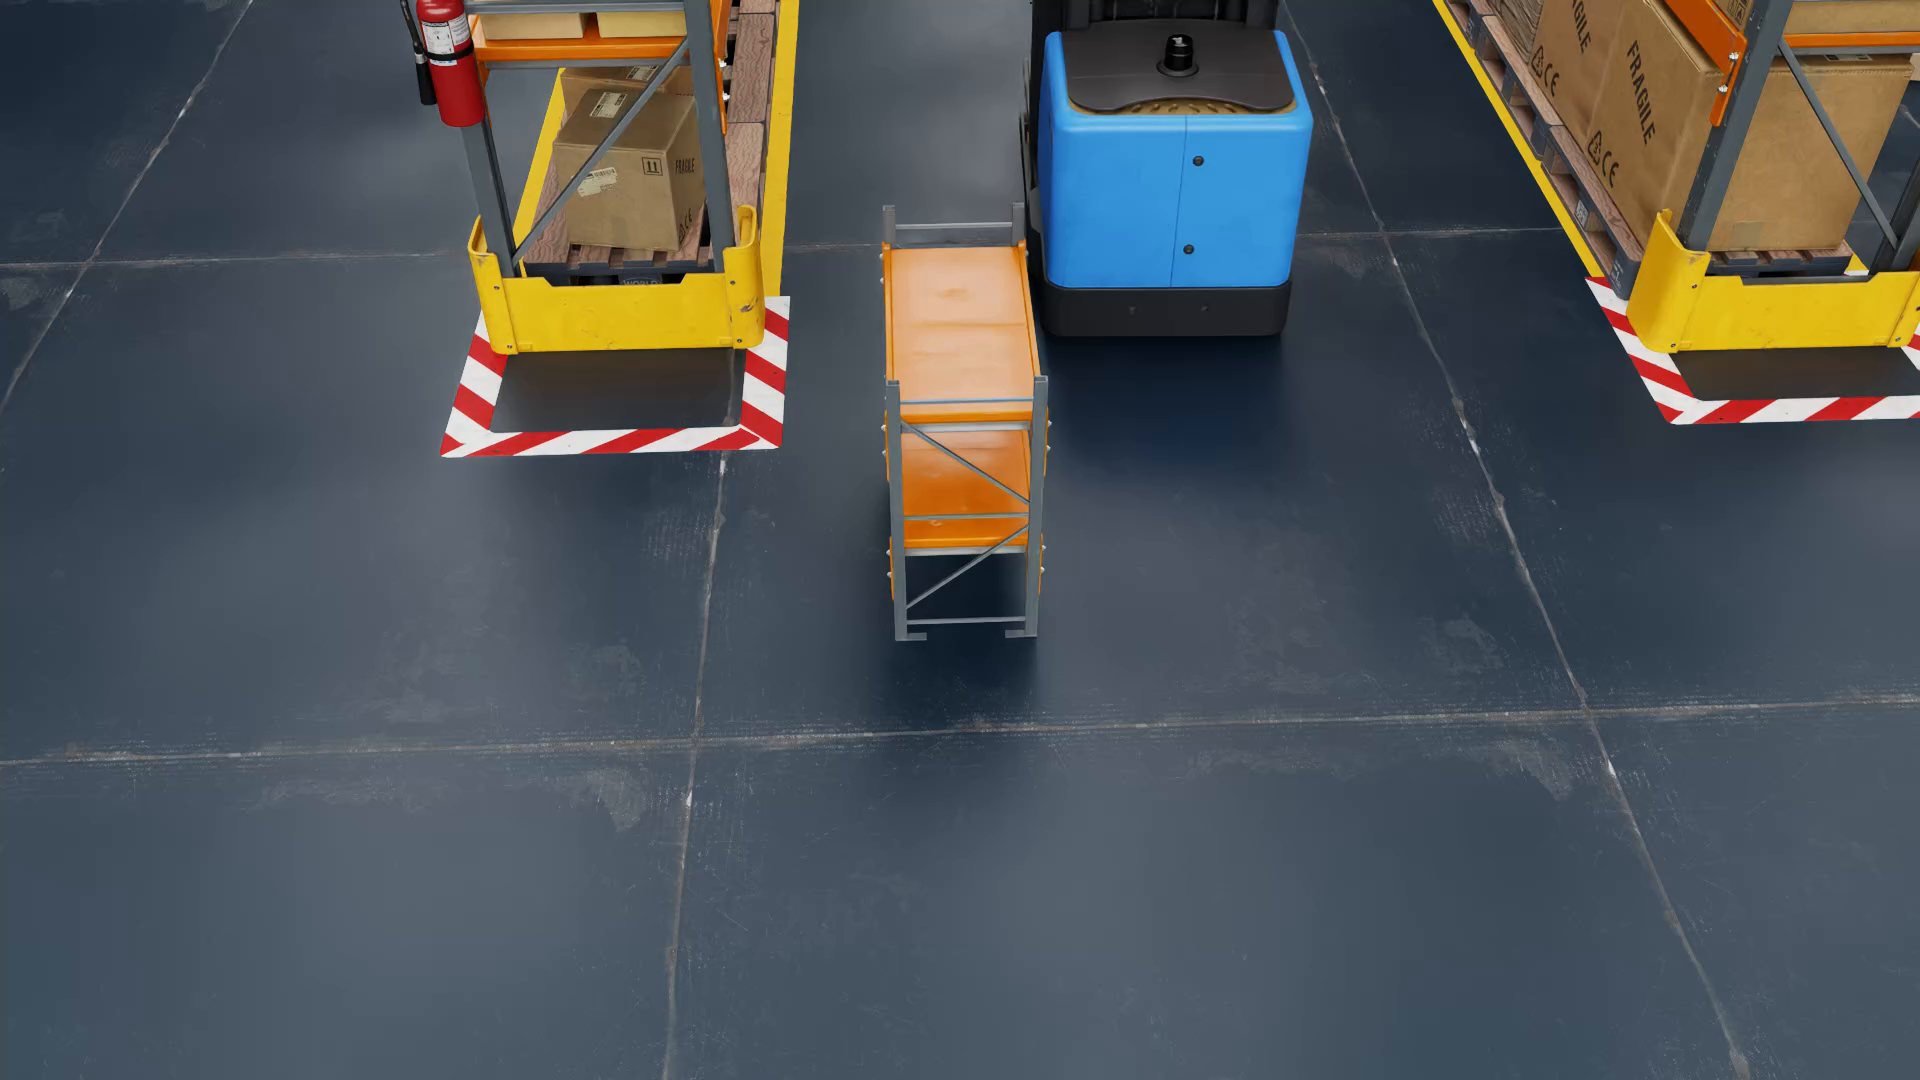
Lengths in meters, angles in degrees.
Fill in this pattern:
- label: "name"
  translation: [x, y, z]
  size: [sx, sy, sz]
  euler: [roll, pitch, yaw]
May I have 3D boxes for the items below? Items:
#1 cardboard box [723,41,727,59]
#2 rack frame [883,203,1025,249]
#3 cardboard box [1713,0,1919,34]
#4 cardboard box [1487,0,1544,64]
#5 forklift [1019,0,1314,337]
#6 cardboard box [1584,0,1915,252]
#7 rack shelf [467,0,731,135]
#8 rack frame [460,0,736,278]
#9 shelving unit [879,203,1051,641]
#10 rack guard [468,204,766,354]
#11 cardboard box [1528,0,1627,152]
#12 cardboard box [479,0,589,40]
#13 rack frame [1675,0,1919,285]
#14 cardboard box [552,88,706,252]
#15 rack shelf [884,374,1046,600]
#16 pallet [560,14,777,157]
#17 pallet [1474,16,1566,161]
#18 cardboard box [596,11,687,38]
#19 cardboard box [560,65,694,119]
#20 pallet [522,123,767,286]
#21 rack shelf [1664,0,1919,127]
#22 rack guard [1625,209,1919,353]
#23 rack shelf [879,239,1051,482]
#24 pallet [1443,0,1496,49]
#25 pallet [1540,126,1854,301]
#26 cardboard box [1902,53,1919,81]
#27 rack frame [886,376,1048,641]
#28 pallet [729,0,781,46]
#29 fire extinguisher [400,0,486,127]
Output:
- label: "cardboard box"
  translation: [-1.493, -2.840, 8.668]
  size: [0.500, 0.500, 0.500]
  euler: [-5, 43, -6]
- label: "rack frame"
  translation: [-0.022, -0.762, 6.249]
  size: [0.500, 1.125, 0.032]
  euler: [-2, 43, -2]
- label: "cardboard box"
  translation: [3.462, -2.359, 6.493]
  size: [0.875, 0.550, 0.550]
  euler: [-2, 43, -2]
- label: "cardboard box"
  translation: [3.352, -3.092, 8.665]
  size: [0.875, 0.875, 0.875]
  euler: [-1, 43, -1]
- label: "forklift"
  translation: [0.865, -2.919, 7.265]
  size: [1.130, 2.935, 3.031]
  euler: [0, 43, 0]
- label: "cardboard box"
  translation: [3.428, -1.882, 7.345]
  size: [0.875, 0.875, 0.875]
  euler: [-1, 43, -2]
- label: "rack shelf"
  translation: [-1.522, -3.066, 7.907]
  size: [1.077, 0.370, 4.000]
  euler: [-2, 43, -2]
- label: "rack frame"
  translation: [-1.437, -1.981, 6.191]
  size: [1.000, 3.000, 0.127]
  euler: [-2, 43, -2]
- label: "shelving unit"
  translation: [0.000, -0.419, 5.875]
  size: [0.538, 1.125, 1.048]
  euler: [-2, 43, -2]
- label: "rack guard"
  translation: [-1.440, -1.111, 7.092]
  size: [1.175, 0.500, 0.348]
  euler: [-2, 43, -2]
- label: "cardboard box"
  translation: [3.388, -2.476, 7.993]
  size: [0.875, 0.875, 0.875]
  euler: [-2, 43, -2]
- label: "cardboard box"
  translation: [-1.656, -2.075, 6.479]
  size: [0.380, 0.149, 0.250]
  euler: [-2, 43, -2]
- label: "rack frame"
  translation: [3.523, -2.055, 6.272]
  size: [1.000, 3.000, 0.127]
  euler: [-2, 43, -2]
- label: "cardboard box"
  translation: [-1.447, -1.636, 7.354]
  size: [0.500, 0.500, 0.500]
  euler: [6, 43, 6]
- label: "rack shelf"
  translation: [0.000, -0.239, 6.040]
  size: [0.538, 0.278, 1.000]
  euler: [-2, 43, -2]
- label: "pallet"
  translation: [-1.488, -2.375, 8.685]
  size: [1.003, 0.211, 1.213]
  euler: [-2, 43, -2]
- label: "pallet"
  translation: [3.362, -2.386, 8.697]
  size: [1.003, 0.211, 1.213]
  euler: [-2, 43, -2]
- label: "cardboard box"
  translation: [-1.211, -2.087, 6.493]
  size: [0.380, 0.149, 0.250]
  euler: [-2, 43, -2]
- label: "cardboard box"
  translation: [-1.507, -2.039, 7.793]
  size: [0.500, 0.500, 0.500]
  euler: [9, 43, 9]
- label: "pallet"
  translation: [-1.440, -1.554, 7.789]
  size: [1.003, 0.211, 1.213]
  euler: [-2, 43, -2]
- label: "rack shelf"
  translation: [3.438, -3.140, 7.988]
  size: [1.077, 0.370, 4.000]
  euler: [-2, 43, -2]
- label: "rack guard"
  translation: [3.524, -1.117, 7.099]
  size: [1.175, 0.500, 0.348]
  euler: [-2, 43, -2]
- label: "rack shelf"
  translation: [0.000, -0.635, 5.677]
  size: [0.538, 0.278, 1.000]
  euler: [-2, 43, -2]
- label: "pallet"
  translation: [3.307, -3.212, 9.598]
  size: [1.003, 0.211, 1.213]
  euler: [-2, 43, -2]
- label: "pallet"
  translation: [3.410, -1.564, 7.801]
  size: [1.003, 0.211, 1.213]
  euler: [-2, 43, -2]
- label: "cardboard box"
  translation: [5.266, -2.640, 8.933]
  size: [0.396, 0.266, 0.258]
  euler: [5, 43, 6]
- label: "rack frame"
  translation: [0.021, -0.076, 5.500]
  size: [0.500, 1.125, 0.032]
  euler: [-2, 43, -2]
- label: "pallet"
  translation: [-1.543, -3.201, 9.586]
  size: [1.003, 0.211, 1.213]
  euler: [-2, 43, -2]
- label: "fire extinguisher"
  translation: [-1.893, -1.862, 6.118]
  size: [0.296, 0.674, 0.183]
  euler: [-2, 43, -2]
